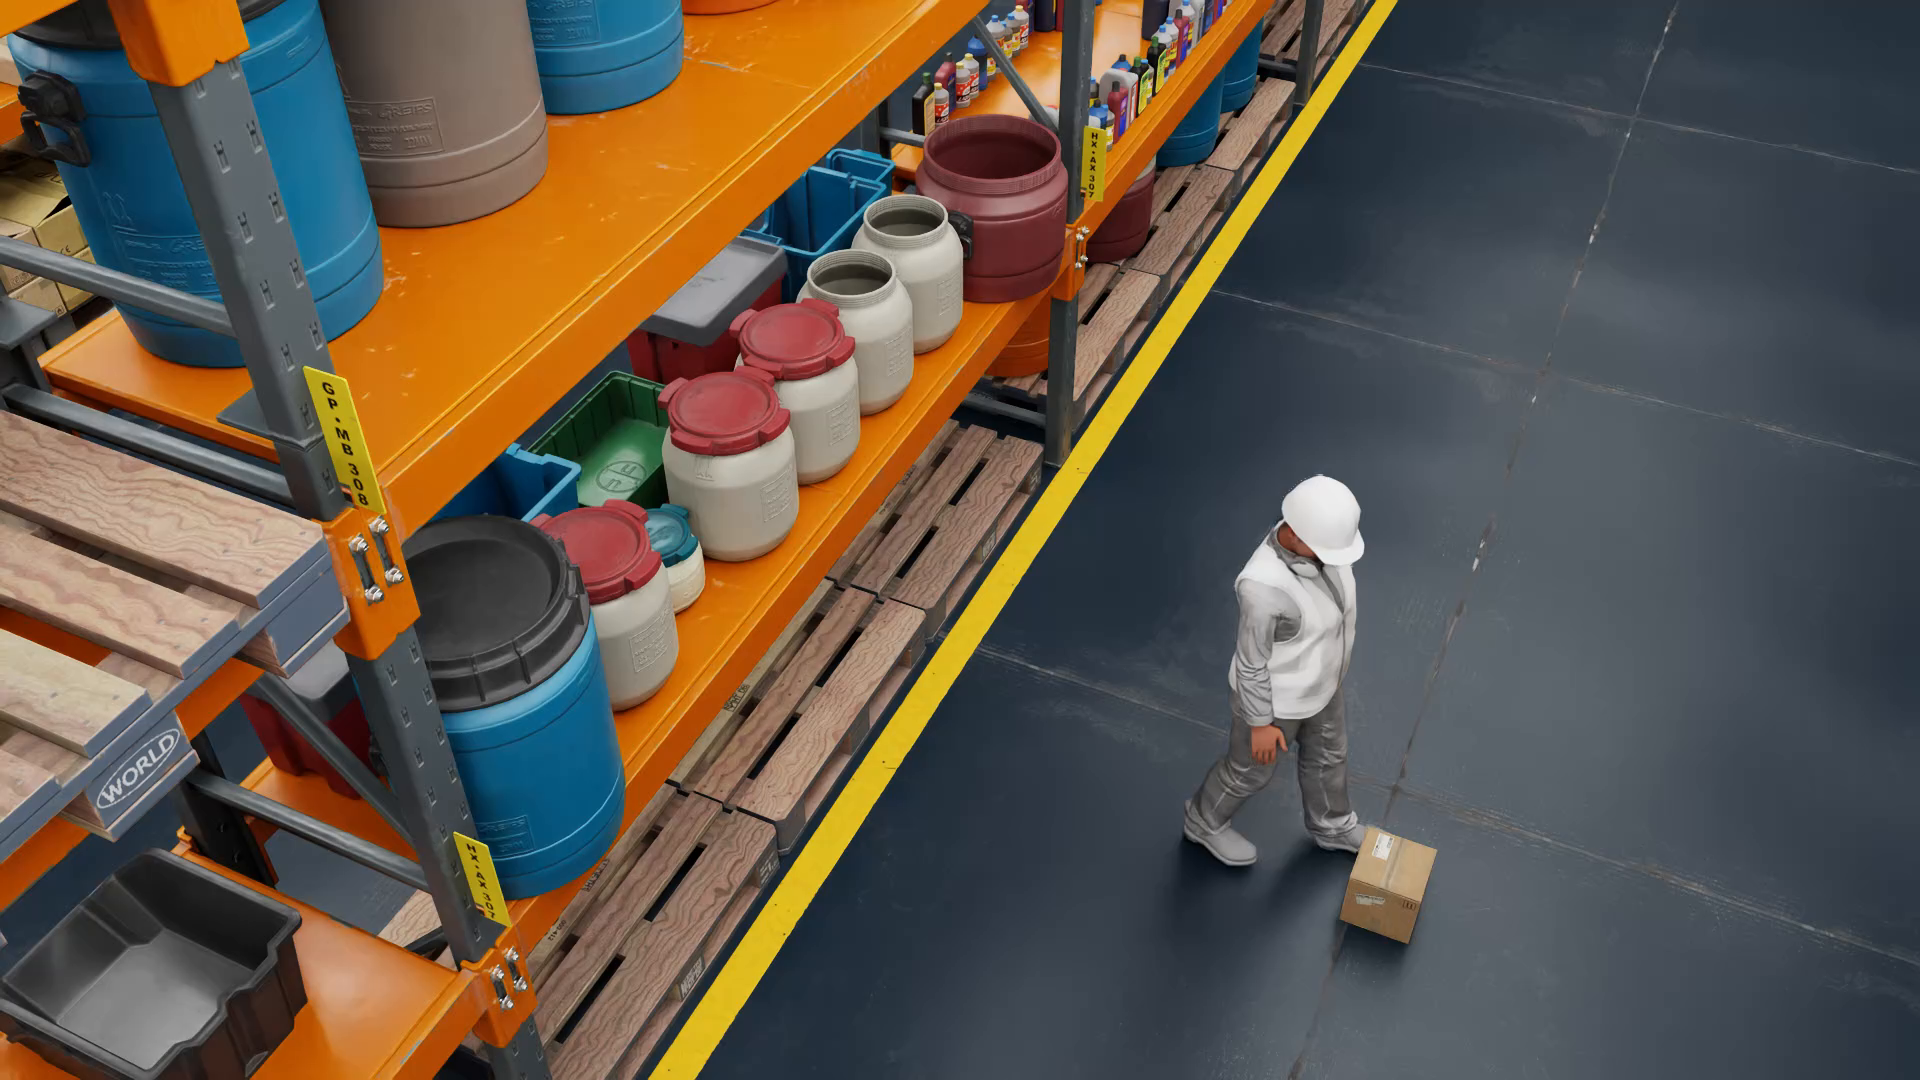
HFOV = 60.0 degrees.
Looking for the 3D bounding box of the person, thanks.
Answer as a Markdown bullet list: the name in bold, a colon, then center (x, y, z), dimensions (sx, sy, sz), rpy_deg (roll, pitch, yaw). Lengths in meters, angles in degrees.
- **person**: center (1.177, 0.504, 5.557), dimensions (0.736, 1.747, 0.572), rpy_deg (23, 47, 24)
